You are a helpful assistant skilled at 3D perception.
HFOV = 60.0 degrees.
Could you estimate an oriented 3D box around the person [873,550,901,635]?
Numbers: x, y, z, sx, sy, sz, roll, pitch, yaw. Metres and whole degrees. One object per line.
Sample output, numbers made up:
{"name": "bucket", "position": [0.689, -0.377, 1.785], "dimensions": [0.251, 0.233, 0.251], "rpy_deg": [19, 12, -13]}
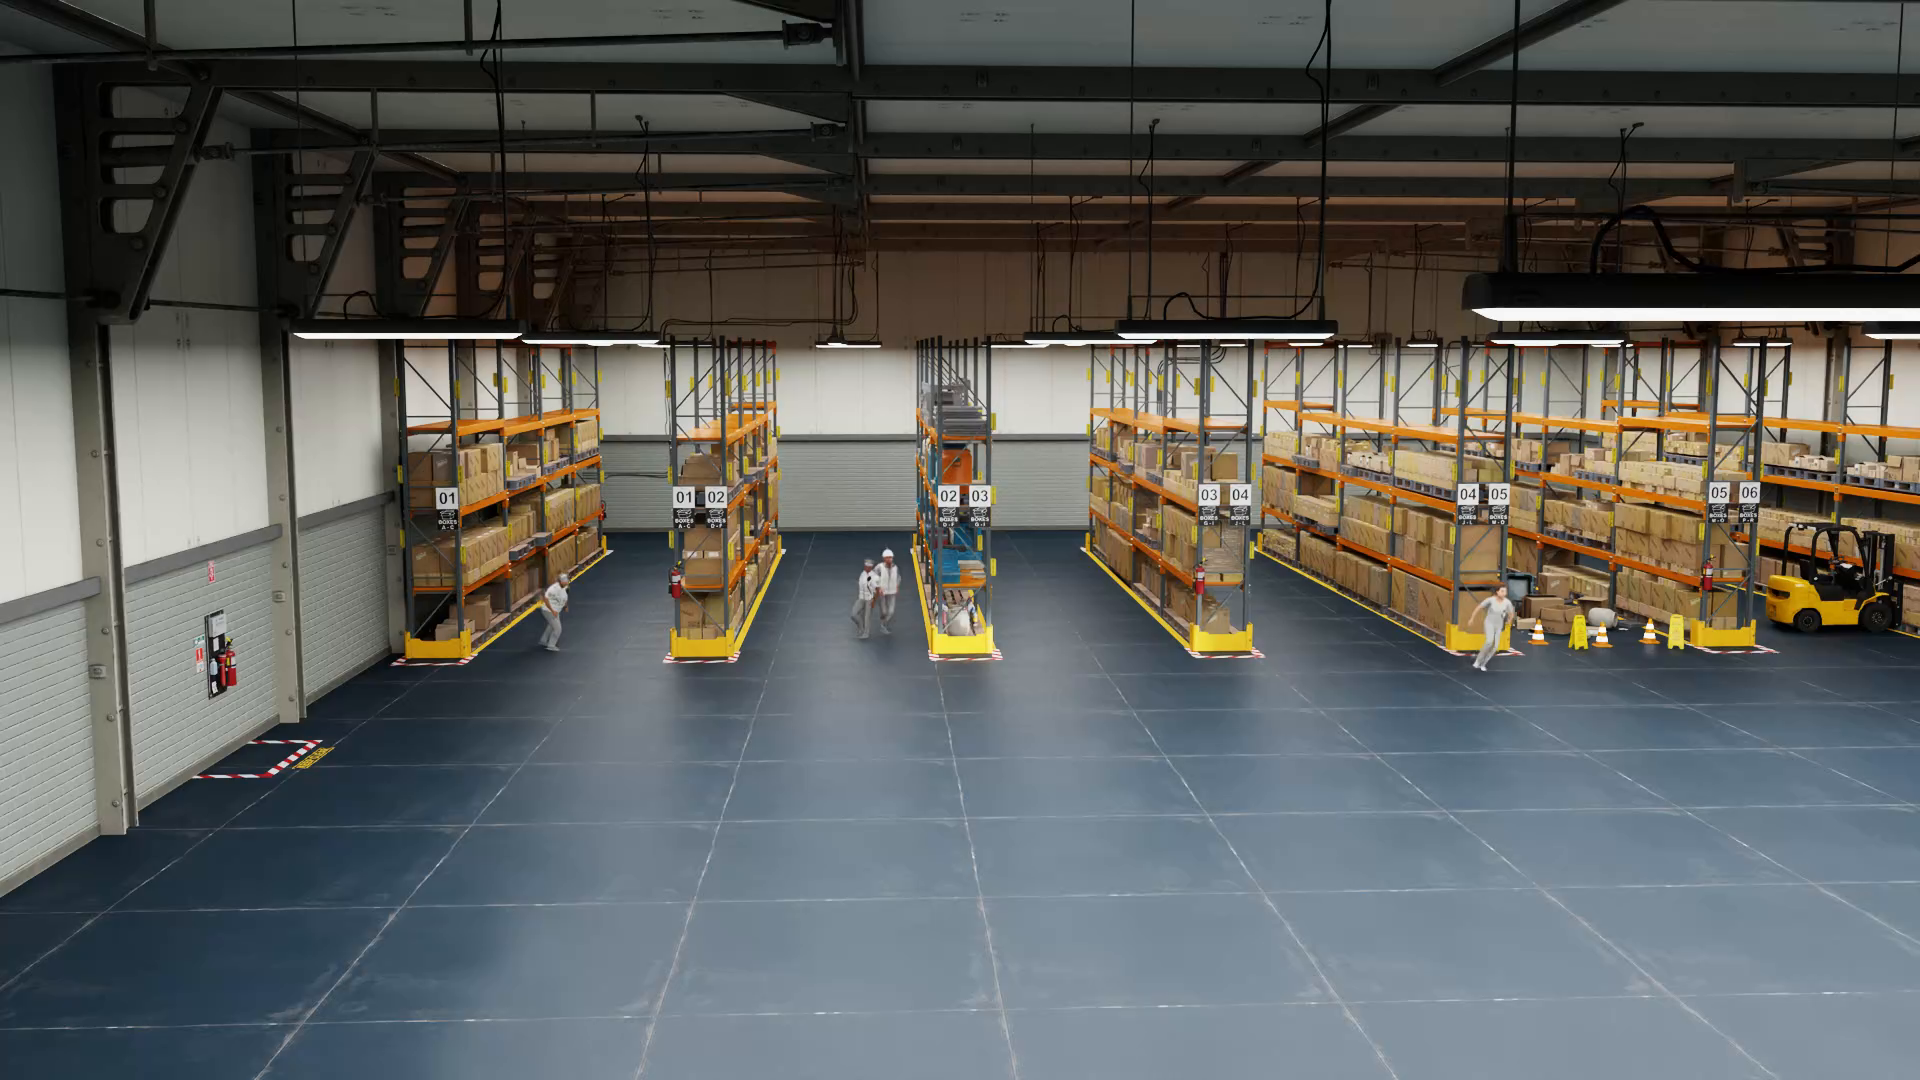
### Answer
{"name": "person", "position": [-1.511, 1.043, 33.815], "dimensions": [0.652, 1.727, 0.608], "rpy_deg": [-2, 7, -17]}

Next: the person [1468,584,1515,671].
{"name": "person", "position": [9.579, 1.584, 29.809], "dimensions": [0.736, 1.596, 0.610], "rpy_deg": [-1, 7, -11]}

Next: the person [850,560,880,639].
{"name": "person", "position": [-1.871, 1.169, 32.993], "dimensions": [0.681, 1.621, 0.485], "rpy_deg": [4, 7, 29]}

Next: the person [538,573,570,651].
{"name": "person", "position": [-7.790, 1.363, 31.916], "dimensions": [0.863, 1.526, 0.674], "rpy_deg": [1, 7, 13]}
